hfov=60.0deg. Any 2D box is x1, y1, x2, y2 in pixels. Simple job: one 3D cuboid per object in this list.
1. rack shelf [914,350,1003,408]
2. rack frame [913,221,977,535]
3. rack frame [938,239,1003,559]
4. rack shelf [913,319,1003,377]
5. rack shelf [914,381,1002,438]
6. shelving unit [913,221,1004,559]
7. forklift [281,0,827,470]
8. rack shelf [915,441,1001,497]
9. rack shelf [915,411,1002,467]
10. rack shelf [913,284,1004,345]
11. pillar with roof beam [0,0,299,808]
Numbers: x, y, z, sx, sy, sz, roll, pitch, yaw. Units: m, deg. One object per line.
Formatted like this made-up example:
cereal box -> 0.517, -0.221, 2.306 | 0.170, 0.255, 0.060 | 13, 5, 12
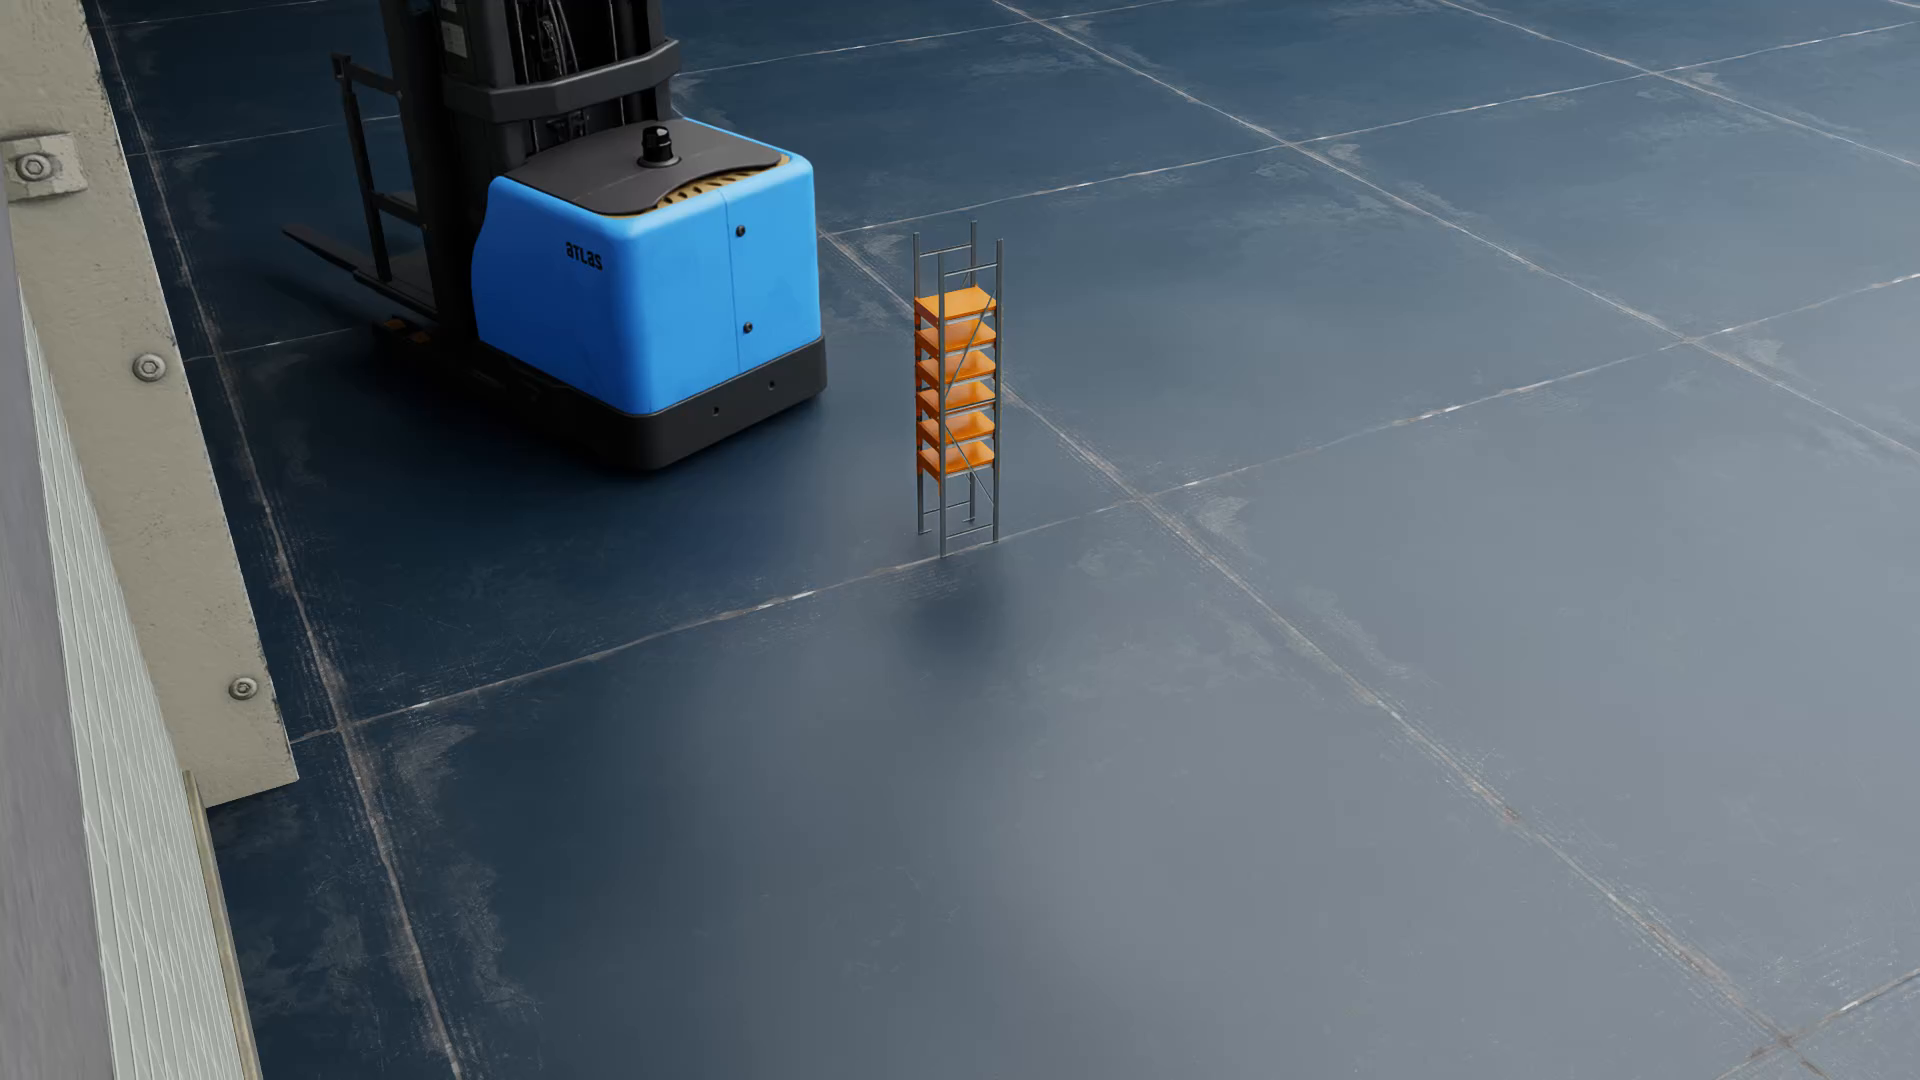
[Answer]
rack shelf -> -0.007, -0.576, 5.851 | 0.258, 0.103, 0.180 | -16, 36, -23
rack frame -> -0.049, -0.556, 5.960 | 0.240, 1.200, 0.006 | -16, 36, -23
rack frame -> 0.036, -0.468, 5.824 | 0.240, 1.200, 0.006 | -16, 36, -23
rack shelf -> -0.007, -0.677, 5.787 | 0.258, 0.103, 0.180 | -16, 36, -23
rack shelf -> -0.007, -0.475, 5.916 | 0.258, 0.103, 0.180 | -16, 36, -23
shelving unit -> -0.007, -0.512, 5.892 | 0.258, 1.200, 0.189 | -16, 36, -23
forklift -> -2.000, -2.177, 6.885 | 3.031, 2.935, 1.130 | 26, 41, 34
rack shelf -> -0.007, -0.273, 6.046 | 0.258, 0.103, 0.180 | -16, 36, -23
rack shelf -> -0.007, -0.374, 5.981 | 0.258, 0.103, 0.180 | -16, 36, -23
rack shelf -> -0.007, -0.778, 5.722 | 0.258, 0.103, 0.180 | -16, 36, -23
pillar with roof beam -> 1.568, -4.197, 4.414 | 9.100, 9.000, 0.400 | -16, 36, -23
